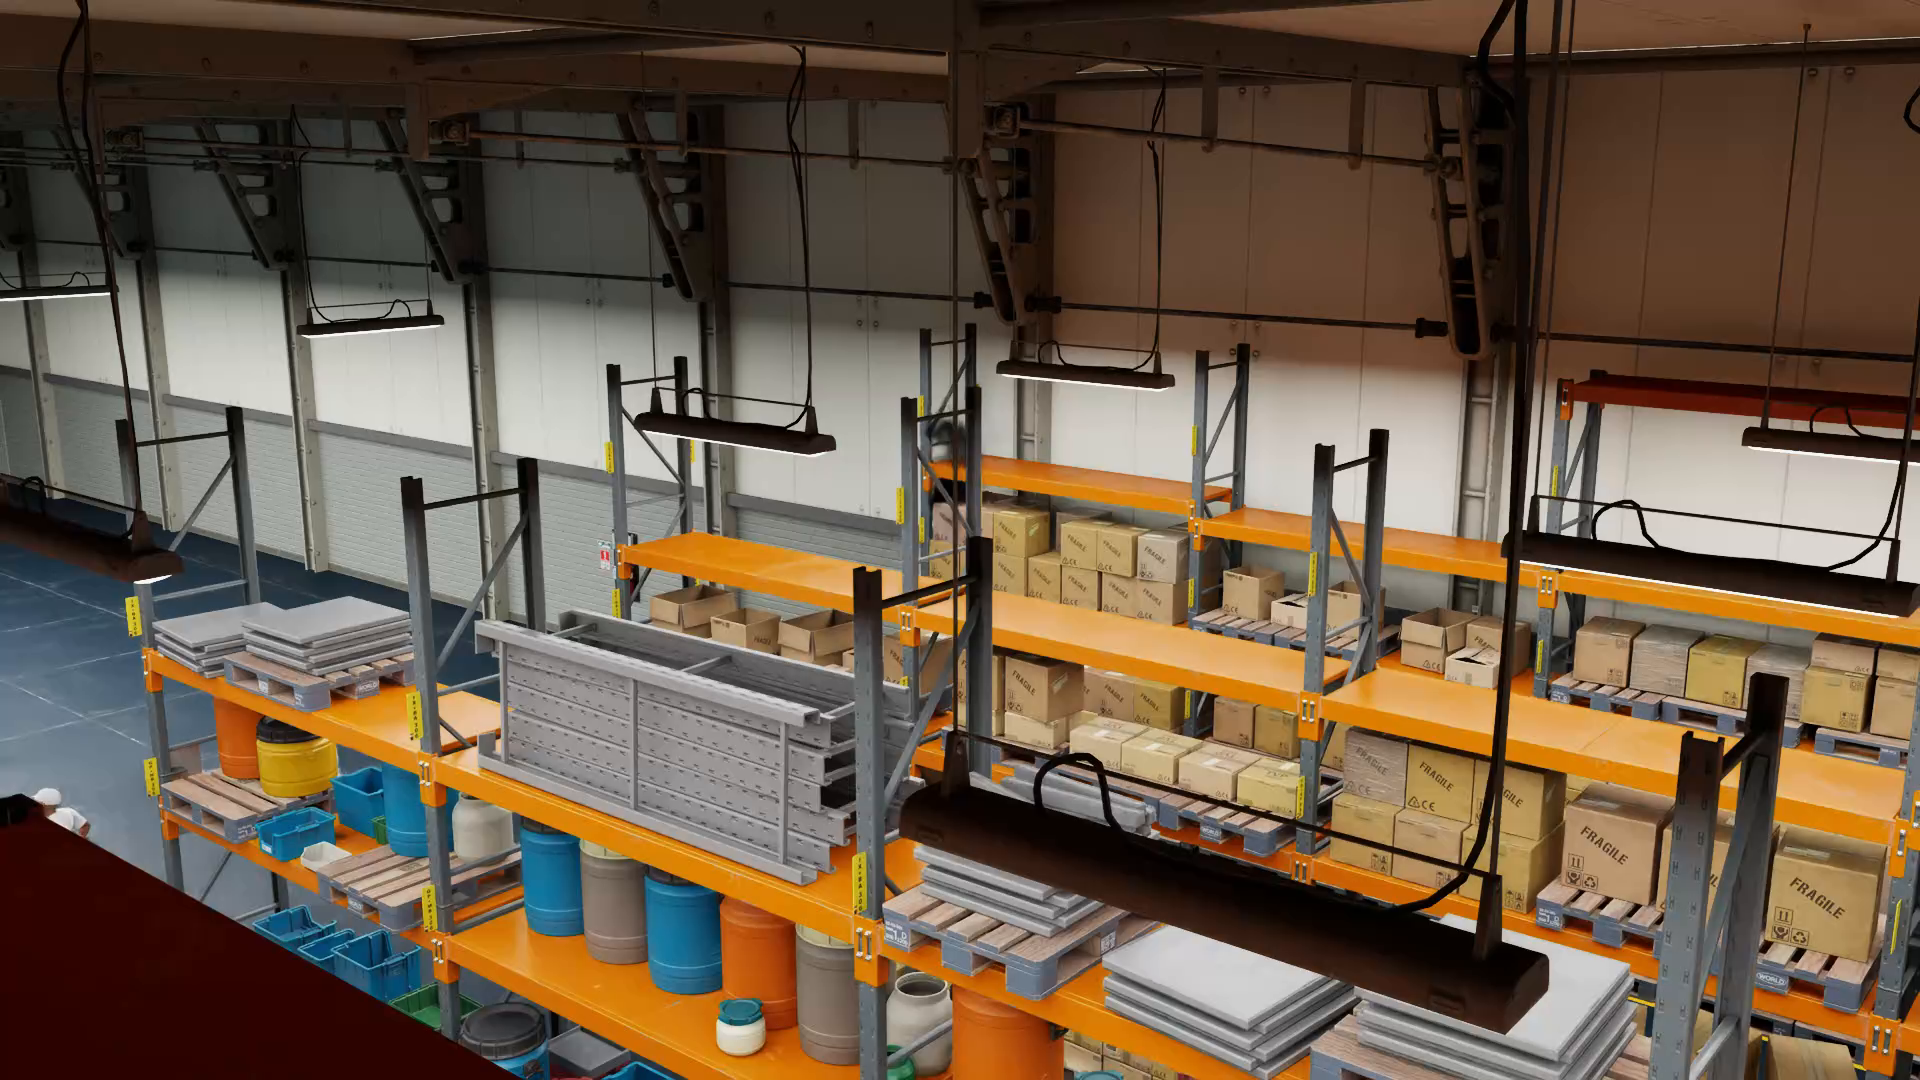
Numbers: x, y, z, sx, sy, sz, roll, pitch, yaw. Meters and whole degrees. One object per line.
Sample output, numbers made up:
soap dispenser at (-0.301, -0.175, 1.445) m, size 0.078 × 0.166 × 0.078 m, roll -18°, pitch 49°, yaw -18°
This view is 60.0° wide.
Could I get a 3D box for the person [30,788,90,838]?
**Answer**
person at (-9.254, 3.417, 17.109) m, size 0.895 × 1.800 × 0.674 m, roll -5°, pitch 13°, yaw -20°
